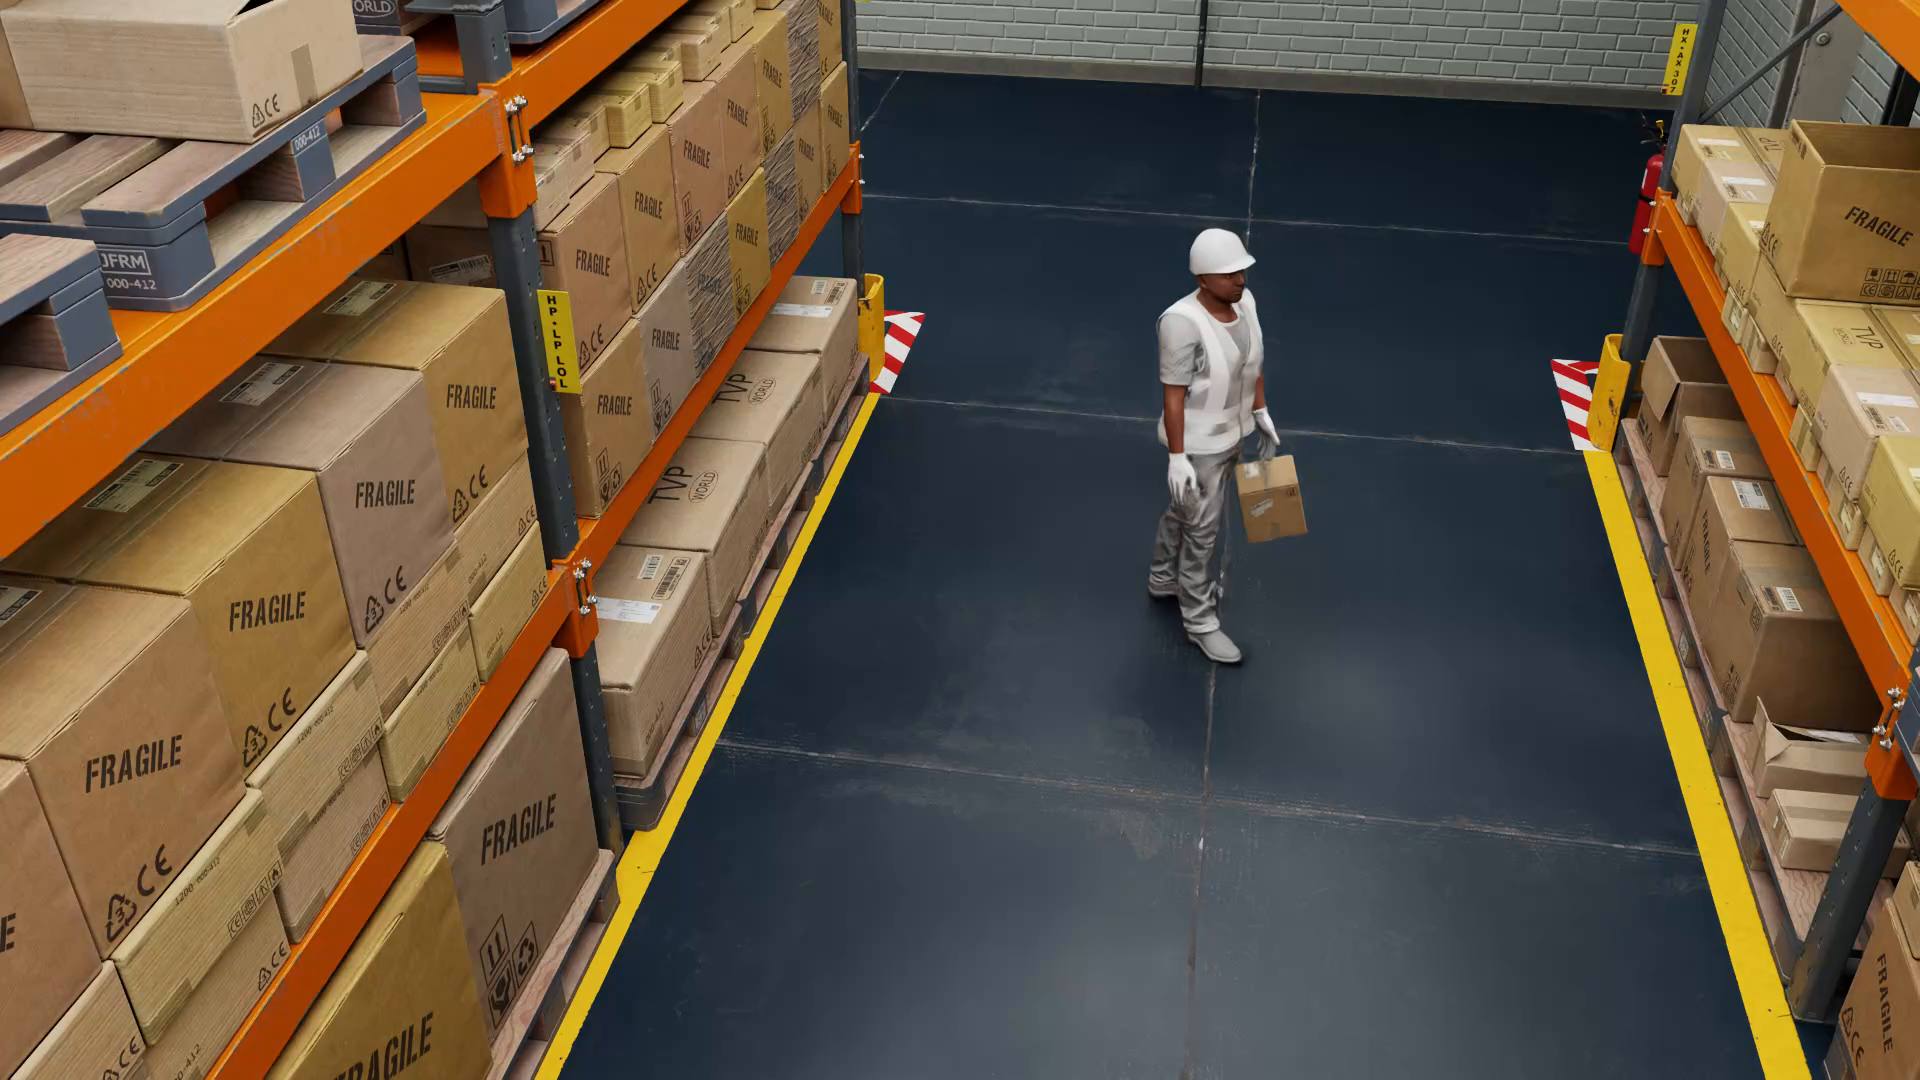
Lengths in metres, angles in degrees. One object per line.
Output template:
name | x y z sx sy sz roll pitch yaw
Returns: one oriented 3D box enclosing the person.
person | 1.024 -0.392 6.739 0.616 1.789 0.642 23 39 32
